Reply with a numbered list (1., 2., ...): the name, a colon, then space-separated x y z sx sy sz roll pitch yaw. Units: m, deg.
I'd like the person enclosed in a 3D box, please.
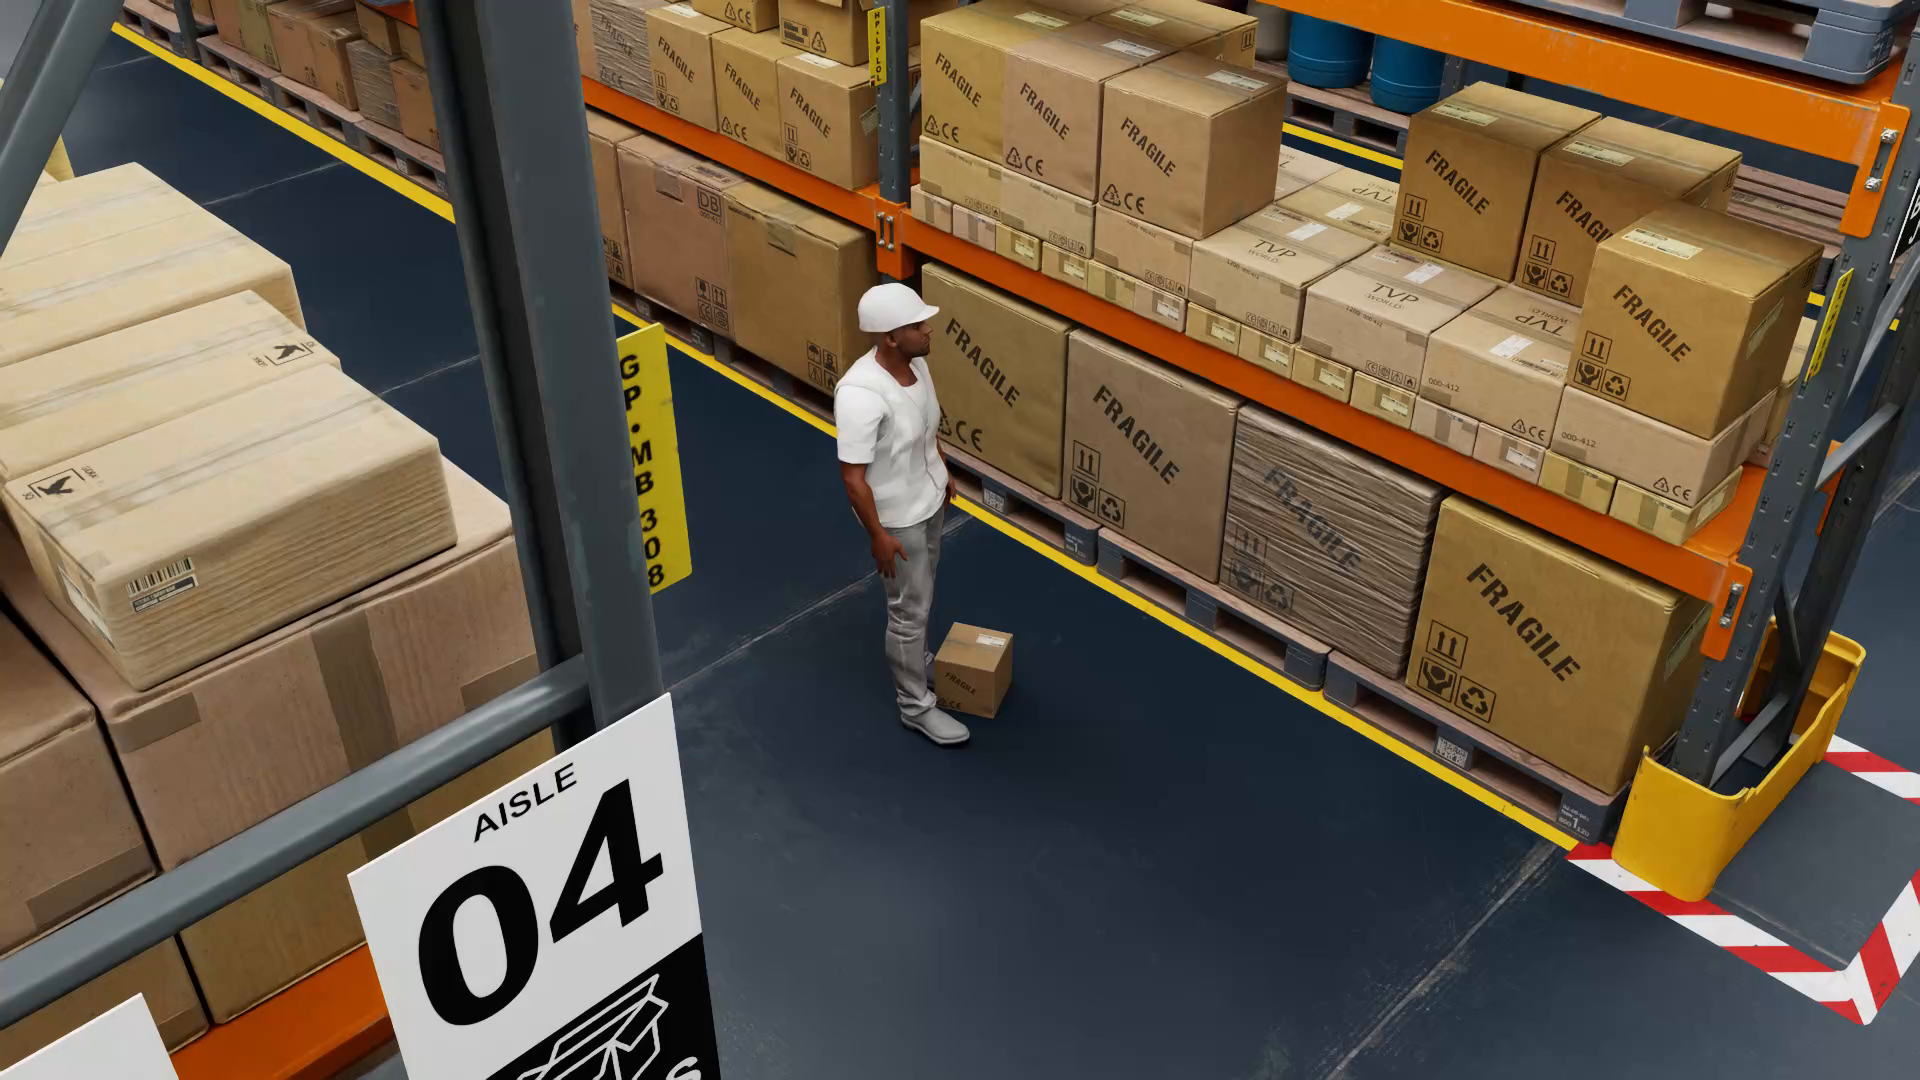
1. person: -0.143 -0.125 6.286 0.577 1.765 0.665 12 37 17
